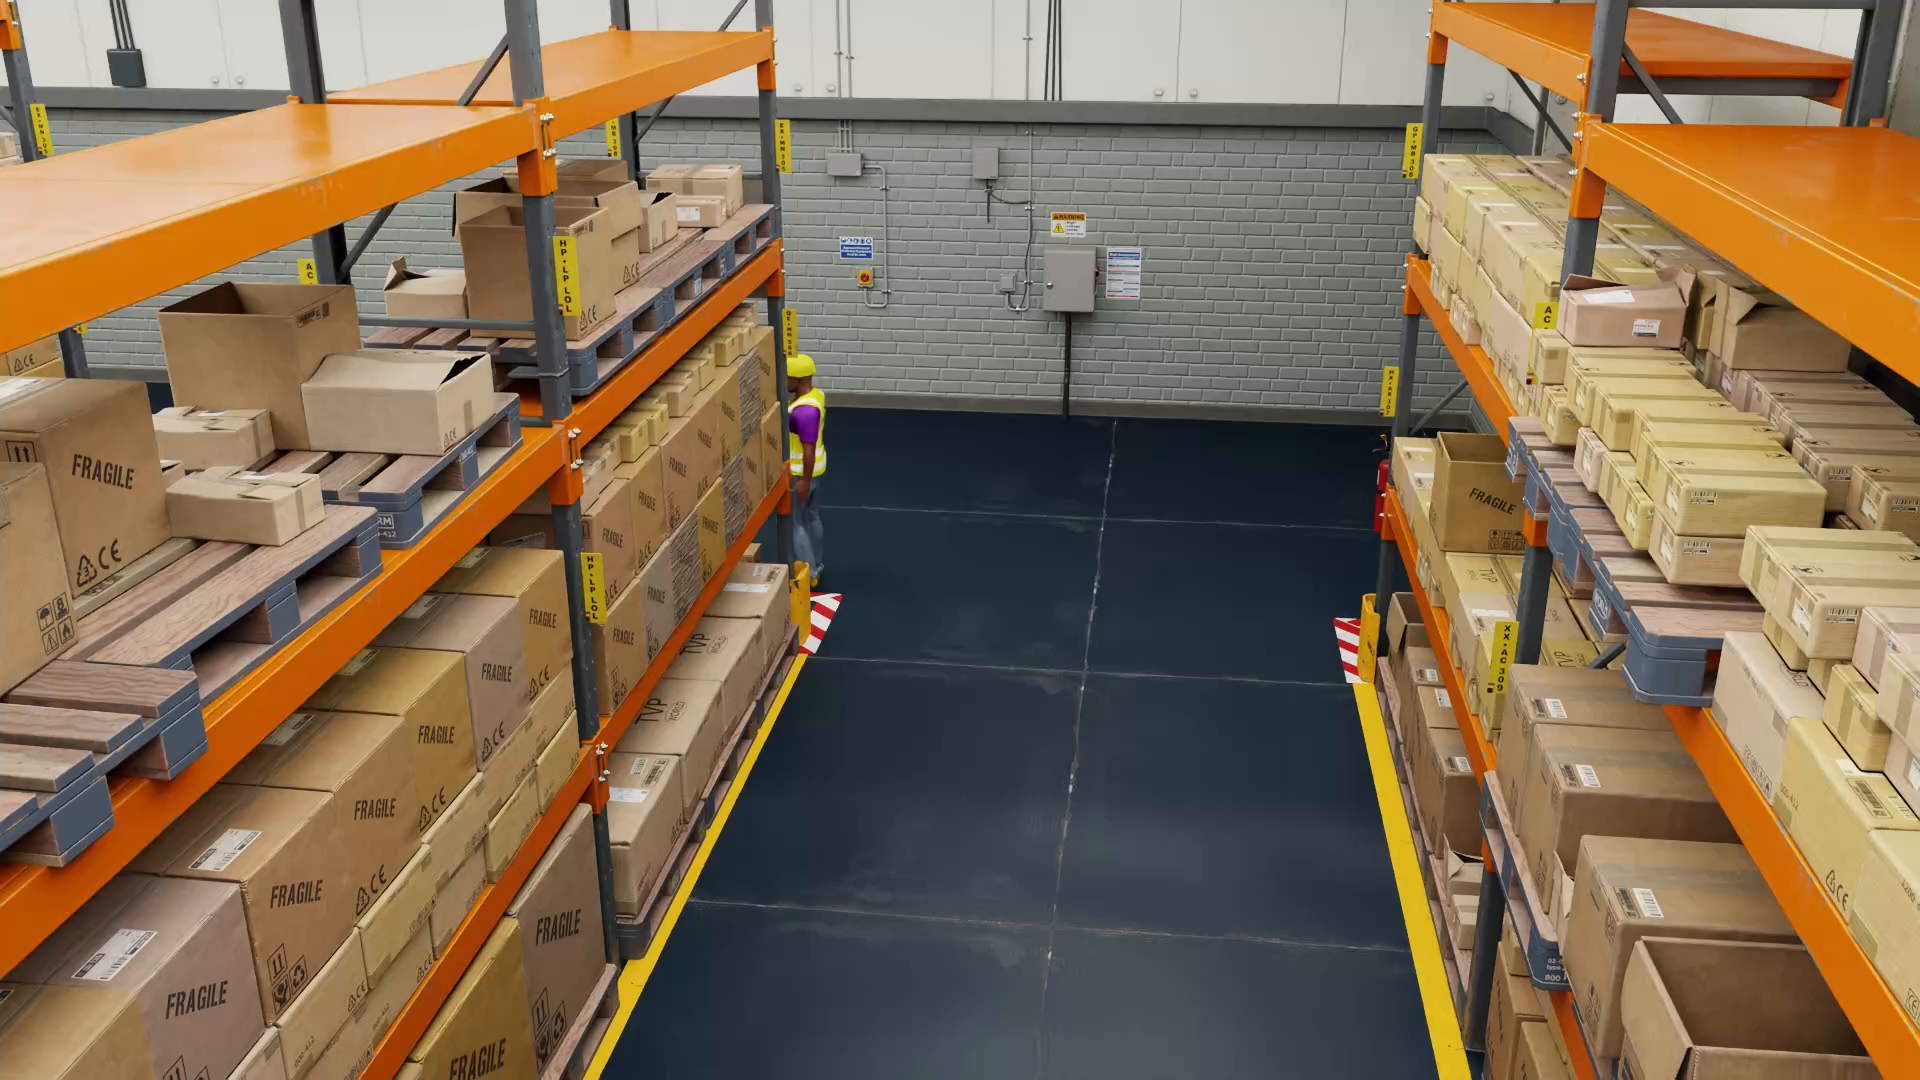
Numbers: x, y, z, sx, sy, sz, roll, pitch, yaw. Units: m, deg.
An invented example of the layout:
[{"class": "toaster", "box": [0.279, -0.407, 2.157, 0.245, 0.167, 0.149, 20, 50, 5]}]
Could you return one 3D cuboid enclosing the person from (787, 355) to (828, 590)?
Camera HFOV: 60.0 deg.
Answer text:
[{"class": "person", "box": [-1.182, -0.506, 12.392, 0.369, 1.786, 0.570, 1, 21, 2]}]
